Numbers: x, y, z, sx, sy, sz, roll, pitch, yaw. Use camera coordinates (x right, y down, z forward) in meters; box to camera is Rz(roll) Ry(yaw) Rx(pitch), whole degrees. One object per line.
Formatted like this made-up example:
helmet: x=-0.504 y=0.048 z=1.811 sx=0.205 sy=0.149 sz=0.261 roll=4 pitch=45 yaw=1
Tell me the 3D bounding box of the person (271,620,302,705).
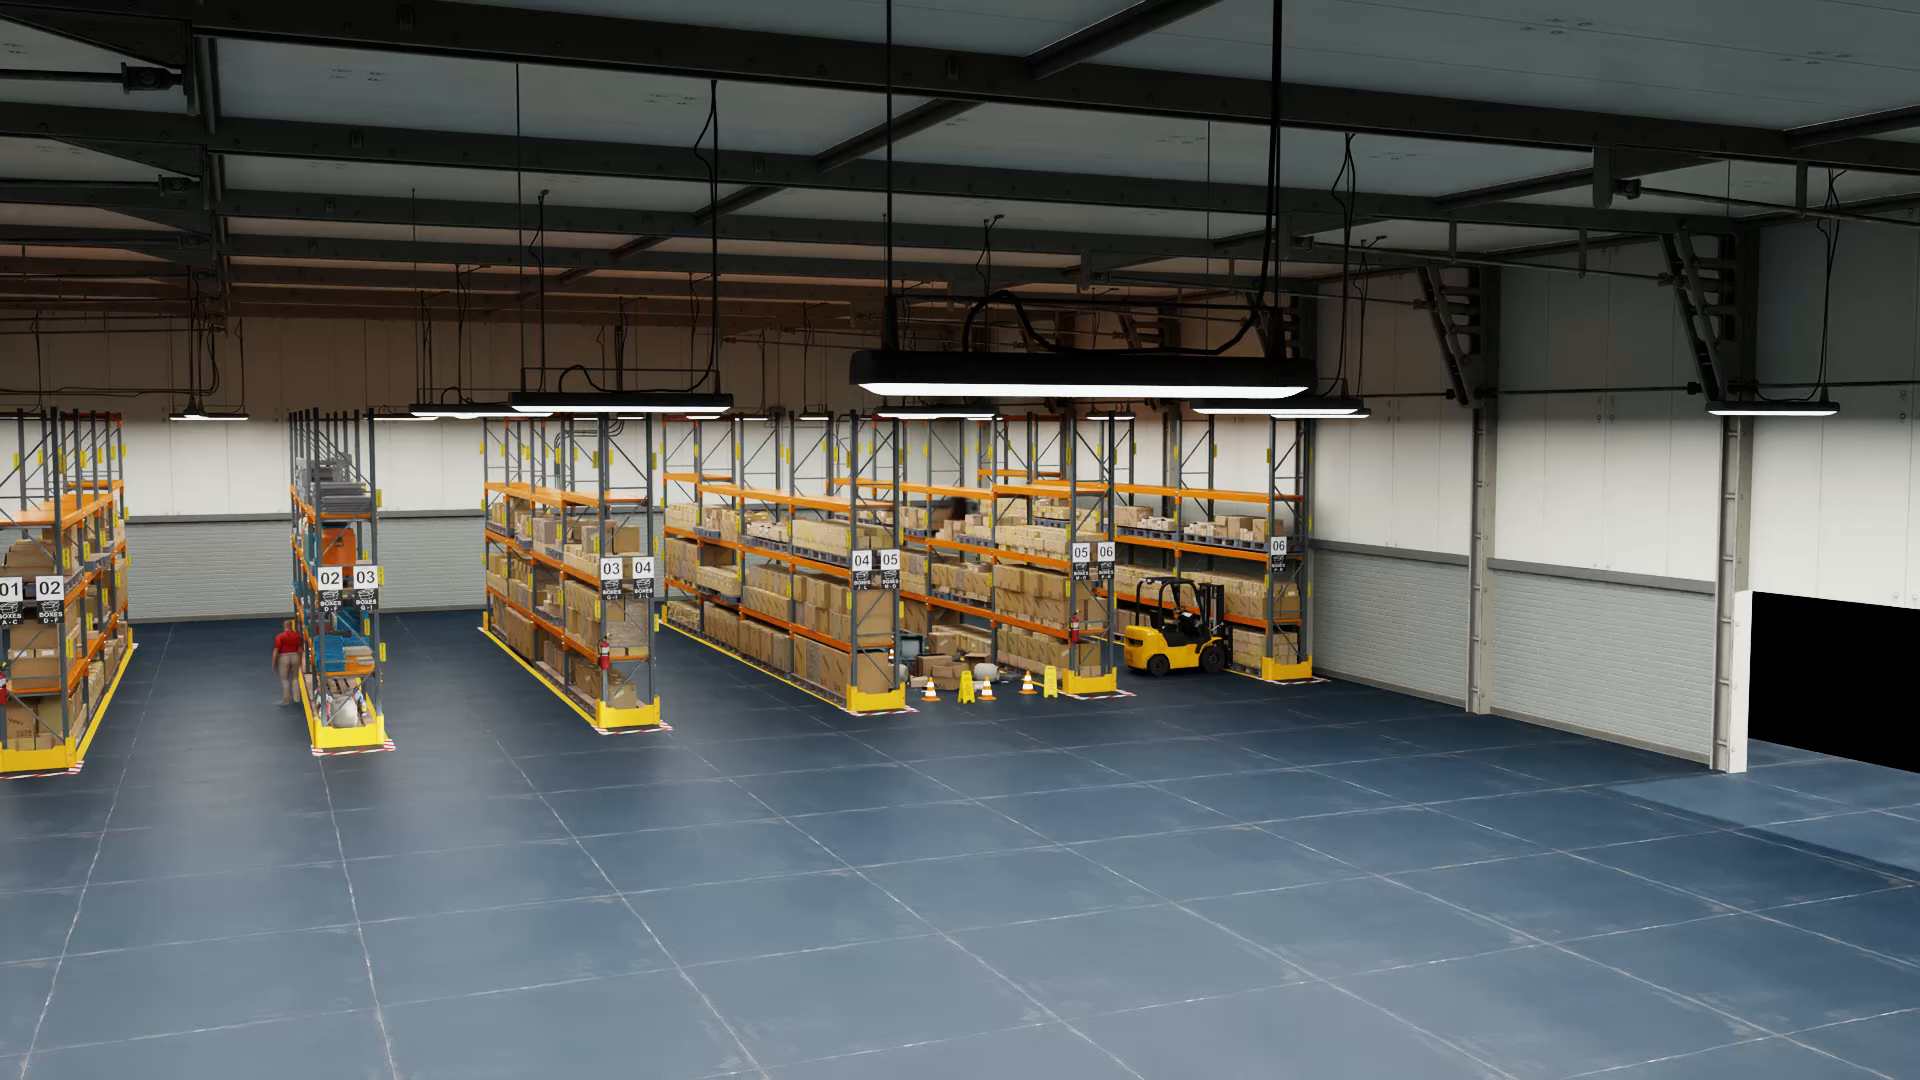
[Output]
person: x=-13.675 y=2.507 z=33.780 sx=0.391 sy=1.773 sz=0.640 roll=4 pitch=5 yaw=43
